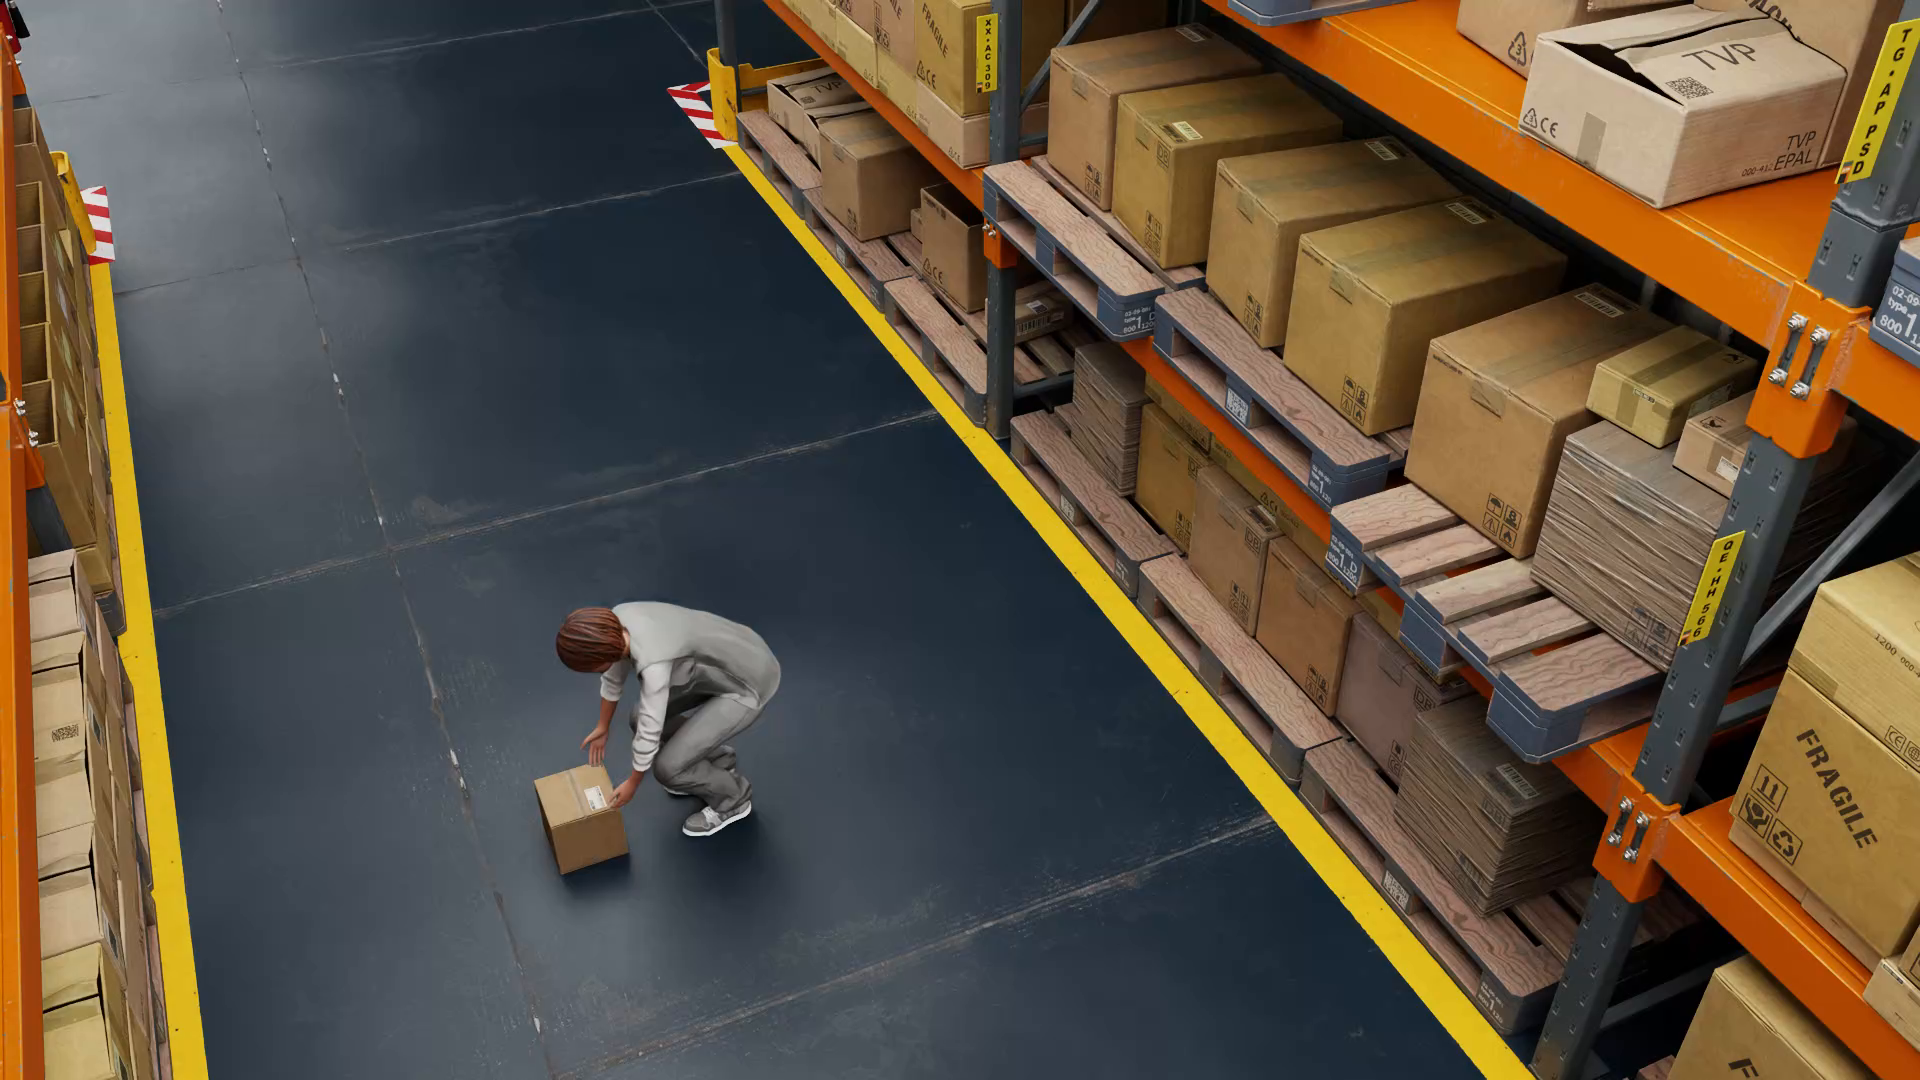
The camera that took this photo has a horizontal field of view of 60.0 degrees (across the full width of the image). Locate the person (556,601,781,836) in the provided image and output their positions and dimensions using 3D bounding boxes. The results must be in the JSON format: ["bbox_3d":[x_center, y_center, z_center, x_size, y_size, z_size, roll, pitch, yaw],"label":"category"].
[{"bbox_3d":[-0.984,0.594,5.833,0.754,1.061,0.461,-16,41,-20],"label":"person"}]
